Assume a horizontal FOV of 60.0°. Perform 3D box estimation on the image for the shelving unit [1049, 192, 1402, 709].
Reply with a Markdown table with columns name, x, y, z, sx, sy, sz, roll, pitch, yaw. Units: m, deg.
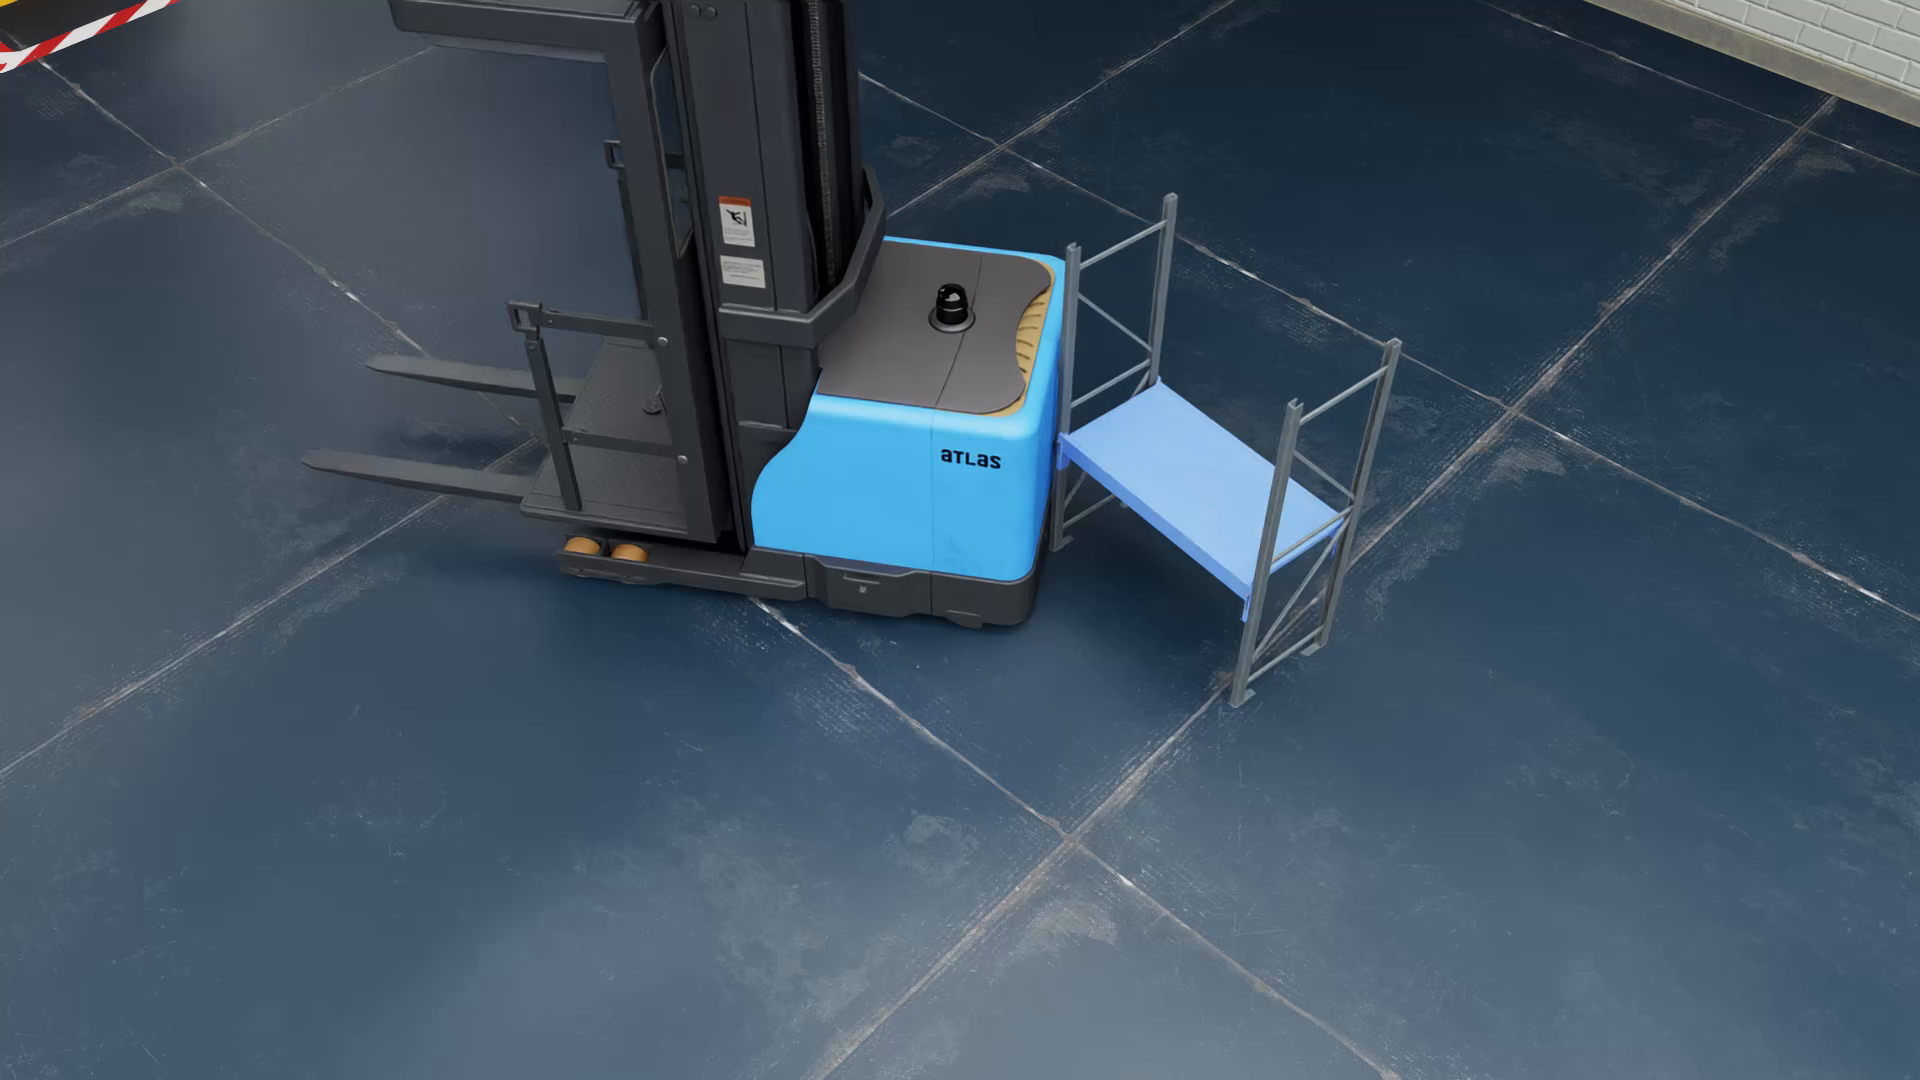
| name | x | y | z | sx | sy | sz | roll | pitch | yaw |
| --- | --- | --- | --- | --- | --- | --- | --- | --- | --- |
| shelving unit | 0.883 | -0.297 | 6.000 | 0.538 | 1.500 | 1.048 | -31 | 54 | -26 |

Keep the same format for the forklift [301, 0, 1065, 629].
| name | x | y | z | sx | sy | sz | roll | pitch | yaw |
| --- | --- | --- | --- | --- | --- | --- | --- | --- | --- |
| forklift | -1.125 | -1.197 | 5.864 | 3.031 | 2.935 | 1.130 | 8 | 47 | 7 |

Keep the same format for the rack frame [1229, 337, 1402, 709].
| name | x | y | z | sx | sy | sz | roll | pitch | yaw |
| --- | --- | --- | --- | --- | --- | --- | --- | --- | --- |
| rack frame | 1.203 | -0.009 | 5.730 | 0.500 | 1.500 | 0.032 | -31 | 54 | -26 |

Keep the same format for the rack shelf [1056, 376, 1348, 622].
| name | x | y | z | sx | sy | sz | roll | pitch | yaw |
| --- | --- | --- | --- | --- | --- | --- | --- | --- | --- |
| rack shelf | 0.883 | -0.174 | 6.131 | 0.538 | 0.185 | 1.000 | -31 | 54 | -26 |

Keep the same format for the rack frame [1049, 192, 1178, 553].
| name | x | y | z | sx | sy | sz | roll | pitch | yaw |
| --- | --- | --- | --- | --- | --- | --- | --- | --- | --- |
| rack frame | 0.562 | -0.585 | 6.270 | 0.500 | 1.500 | 0.032 | -31 | 54 | -26 |
